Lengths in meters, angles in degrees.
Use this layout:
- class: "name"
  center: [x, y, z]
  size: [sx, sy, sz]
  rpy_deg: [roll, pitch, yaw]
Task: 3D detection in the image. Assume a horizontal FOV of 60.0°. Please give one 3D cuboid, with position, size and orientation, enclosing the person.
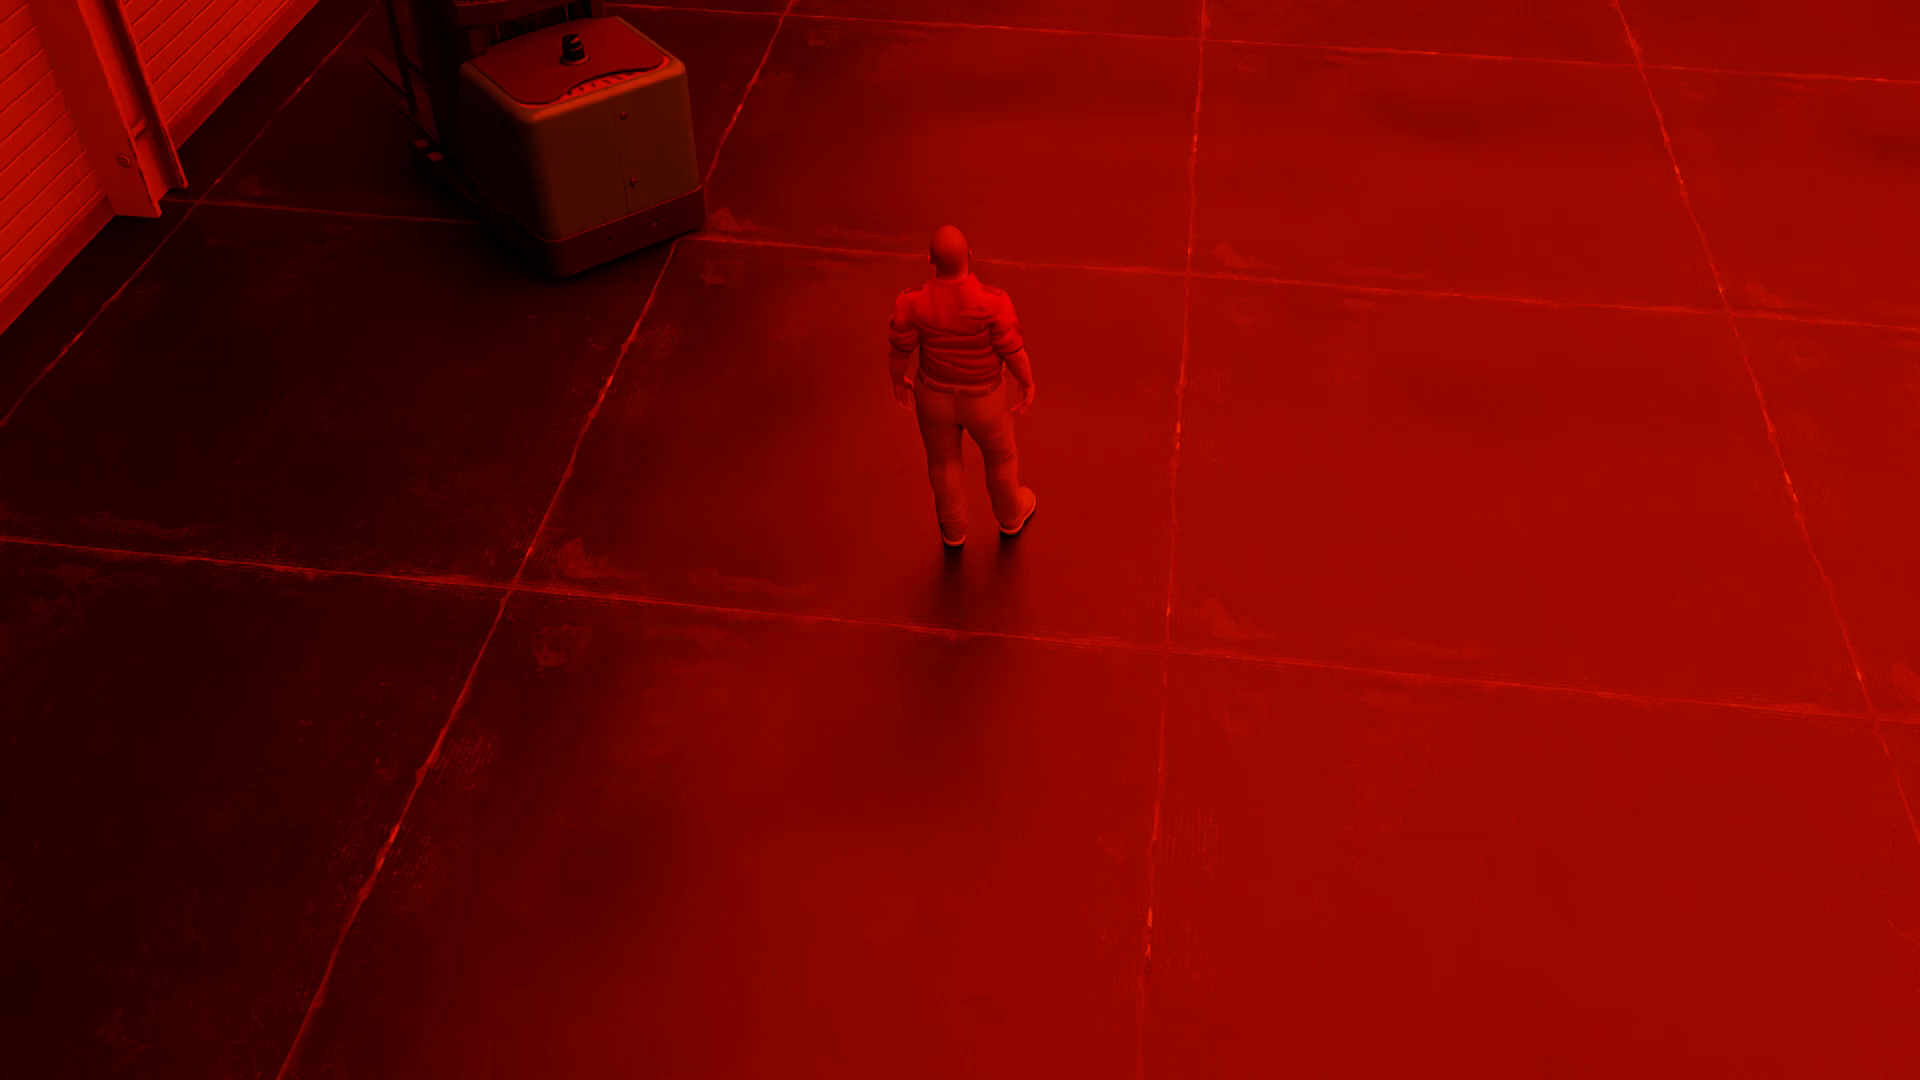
- class: "person"
  center: [0.023, -0.702, 7.365]
  size: [0.641, 1.728, 0.550]
  rpy_deg: [5, 43, 6]

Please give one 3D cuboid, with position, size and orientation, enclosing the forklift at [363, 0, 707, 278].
- class: "forklift"
  center: [-2.800, -3.505, 9.540]
  size: [1.130, 2.935, 3.031]
  rpy_deg: [-28, 49, -27]
